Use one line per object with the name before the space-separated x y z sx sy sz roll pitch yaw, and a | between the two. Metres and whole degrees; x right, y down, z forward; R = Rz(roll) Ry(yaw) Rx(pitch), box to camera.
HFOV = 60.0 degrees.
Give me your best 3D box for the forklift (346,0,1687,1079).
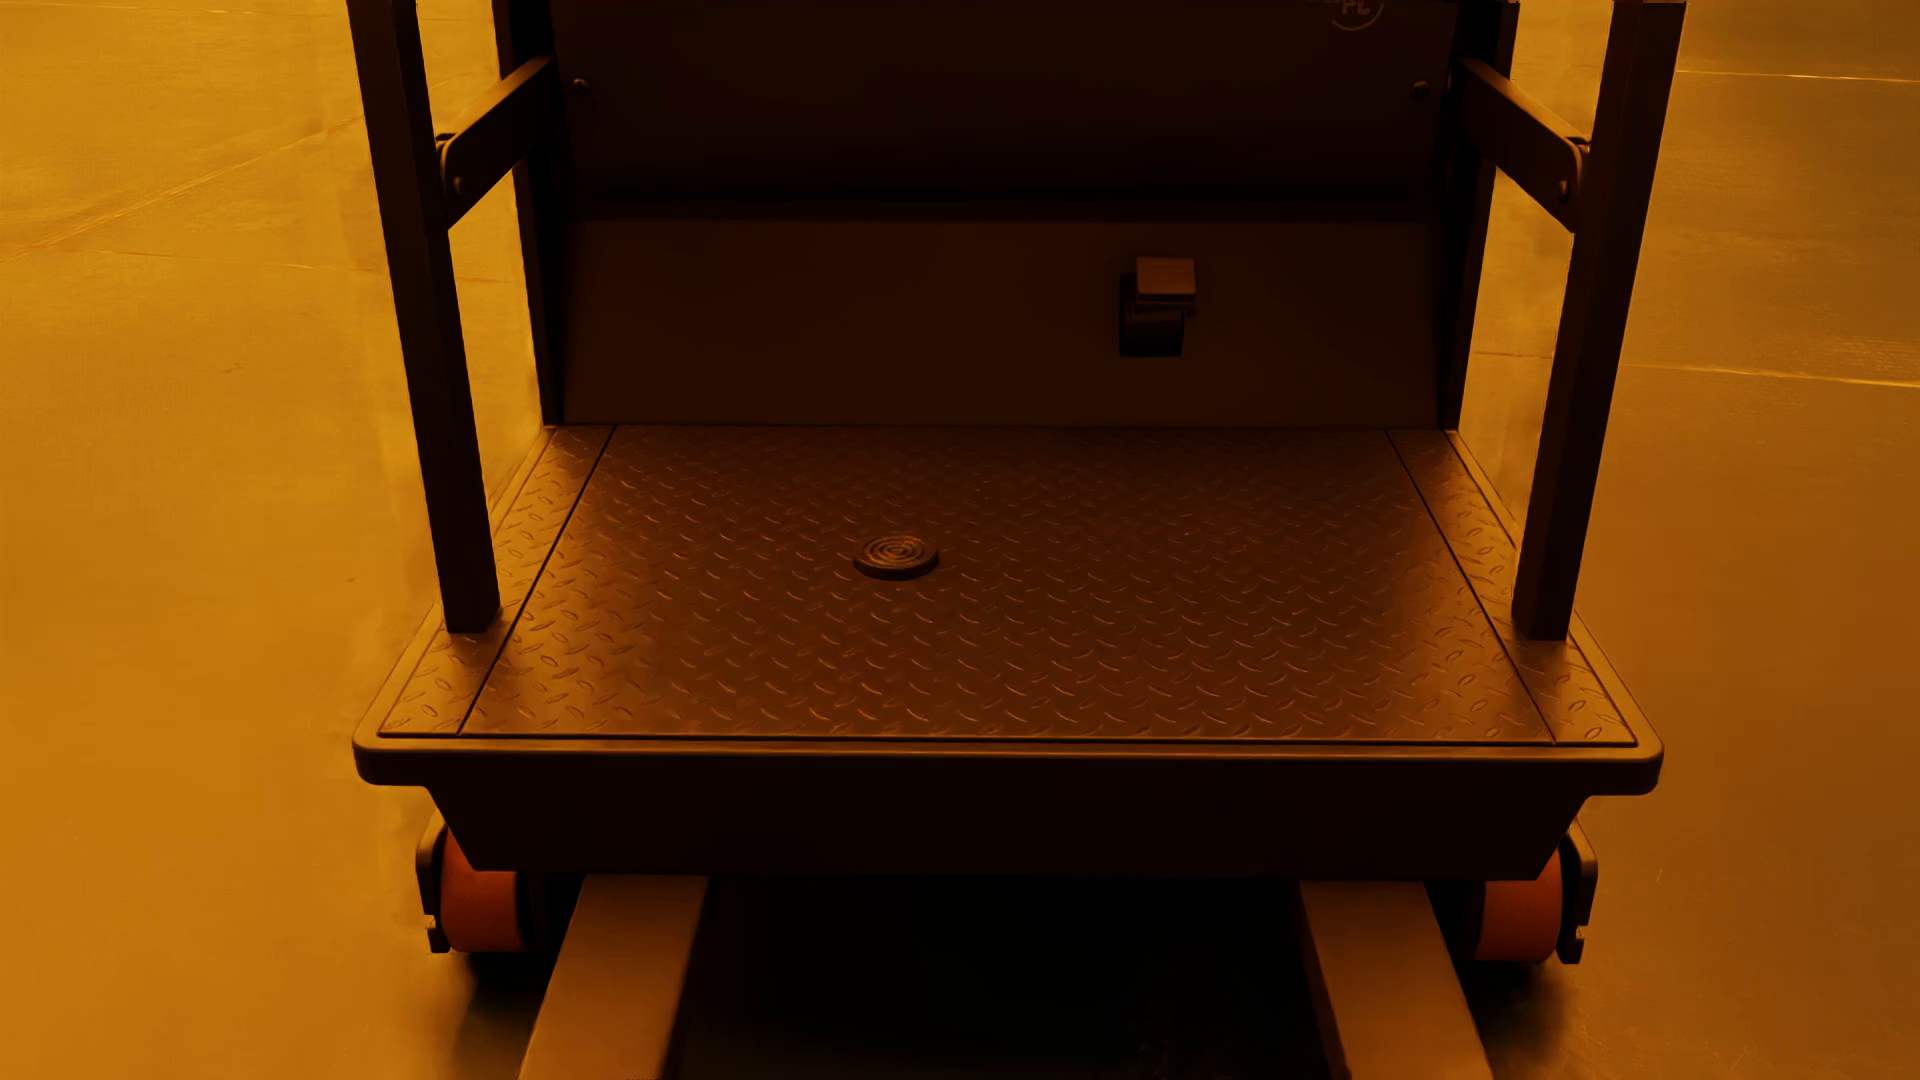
forklift | 0.043 -1.029 1.285 1.130 2.935 3.031 0 27 1
